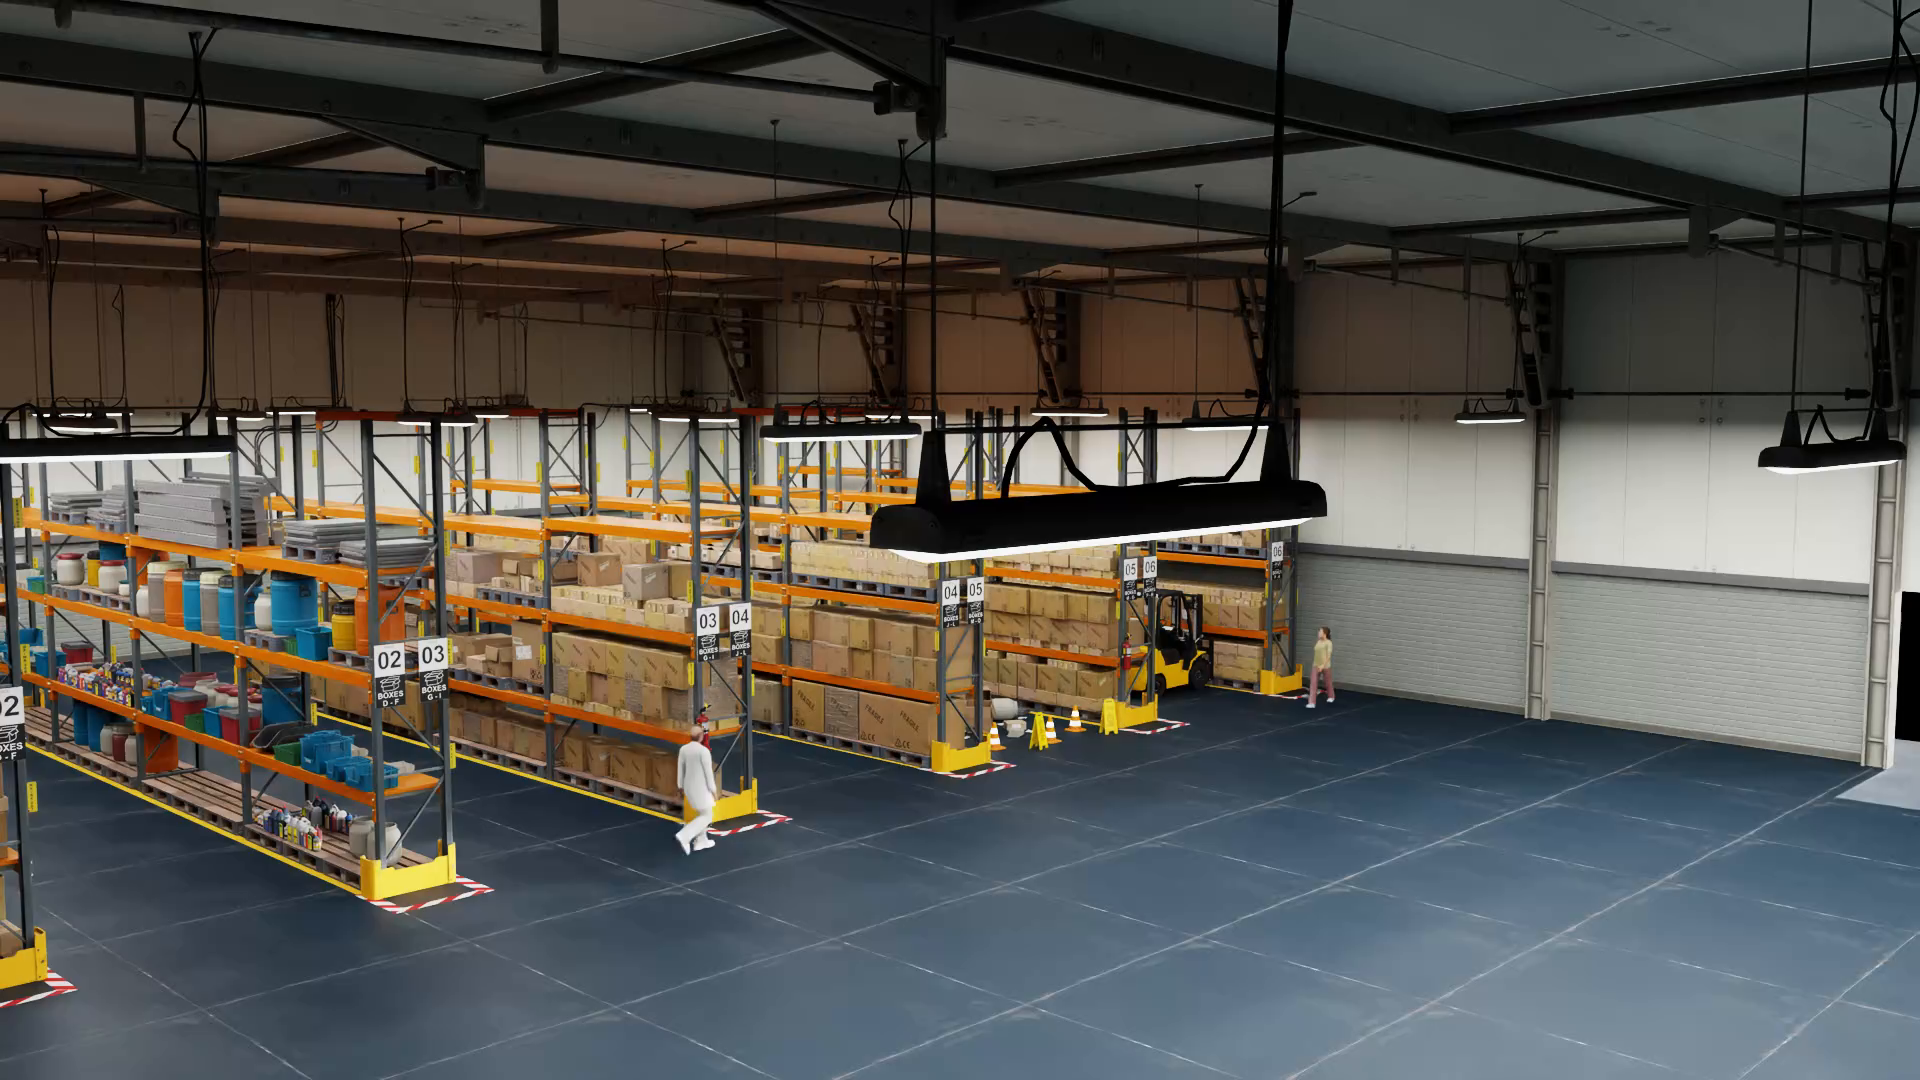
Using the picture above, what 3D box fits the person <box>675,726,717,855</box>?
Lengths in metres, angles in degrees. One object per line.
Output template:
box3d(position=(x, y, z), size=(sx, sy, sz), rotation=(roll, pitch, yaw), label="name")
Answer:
box3d(position=(-3.658, 3.519, 22.830), size=(0.777, 1.550, 0.632), rotation=(-4, 7, -41), label="person")

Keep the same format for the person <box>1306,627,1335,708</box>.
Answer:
box3d(position=(7.296, 2.552, 33.475), size=(0.414, 1.621, 1.054), rotation=(3, 6, 30), label="person")
